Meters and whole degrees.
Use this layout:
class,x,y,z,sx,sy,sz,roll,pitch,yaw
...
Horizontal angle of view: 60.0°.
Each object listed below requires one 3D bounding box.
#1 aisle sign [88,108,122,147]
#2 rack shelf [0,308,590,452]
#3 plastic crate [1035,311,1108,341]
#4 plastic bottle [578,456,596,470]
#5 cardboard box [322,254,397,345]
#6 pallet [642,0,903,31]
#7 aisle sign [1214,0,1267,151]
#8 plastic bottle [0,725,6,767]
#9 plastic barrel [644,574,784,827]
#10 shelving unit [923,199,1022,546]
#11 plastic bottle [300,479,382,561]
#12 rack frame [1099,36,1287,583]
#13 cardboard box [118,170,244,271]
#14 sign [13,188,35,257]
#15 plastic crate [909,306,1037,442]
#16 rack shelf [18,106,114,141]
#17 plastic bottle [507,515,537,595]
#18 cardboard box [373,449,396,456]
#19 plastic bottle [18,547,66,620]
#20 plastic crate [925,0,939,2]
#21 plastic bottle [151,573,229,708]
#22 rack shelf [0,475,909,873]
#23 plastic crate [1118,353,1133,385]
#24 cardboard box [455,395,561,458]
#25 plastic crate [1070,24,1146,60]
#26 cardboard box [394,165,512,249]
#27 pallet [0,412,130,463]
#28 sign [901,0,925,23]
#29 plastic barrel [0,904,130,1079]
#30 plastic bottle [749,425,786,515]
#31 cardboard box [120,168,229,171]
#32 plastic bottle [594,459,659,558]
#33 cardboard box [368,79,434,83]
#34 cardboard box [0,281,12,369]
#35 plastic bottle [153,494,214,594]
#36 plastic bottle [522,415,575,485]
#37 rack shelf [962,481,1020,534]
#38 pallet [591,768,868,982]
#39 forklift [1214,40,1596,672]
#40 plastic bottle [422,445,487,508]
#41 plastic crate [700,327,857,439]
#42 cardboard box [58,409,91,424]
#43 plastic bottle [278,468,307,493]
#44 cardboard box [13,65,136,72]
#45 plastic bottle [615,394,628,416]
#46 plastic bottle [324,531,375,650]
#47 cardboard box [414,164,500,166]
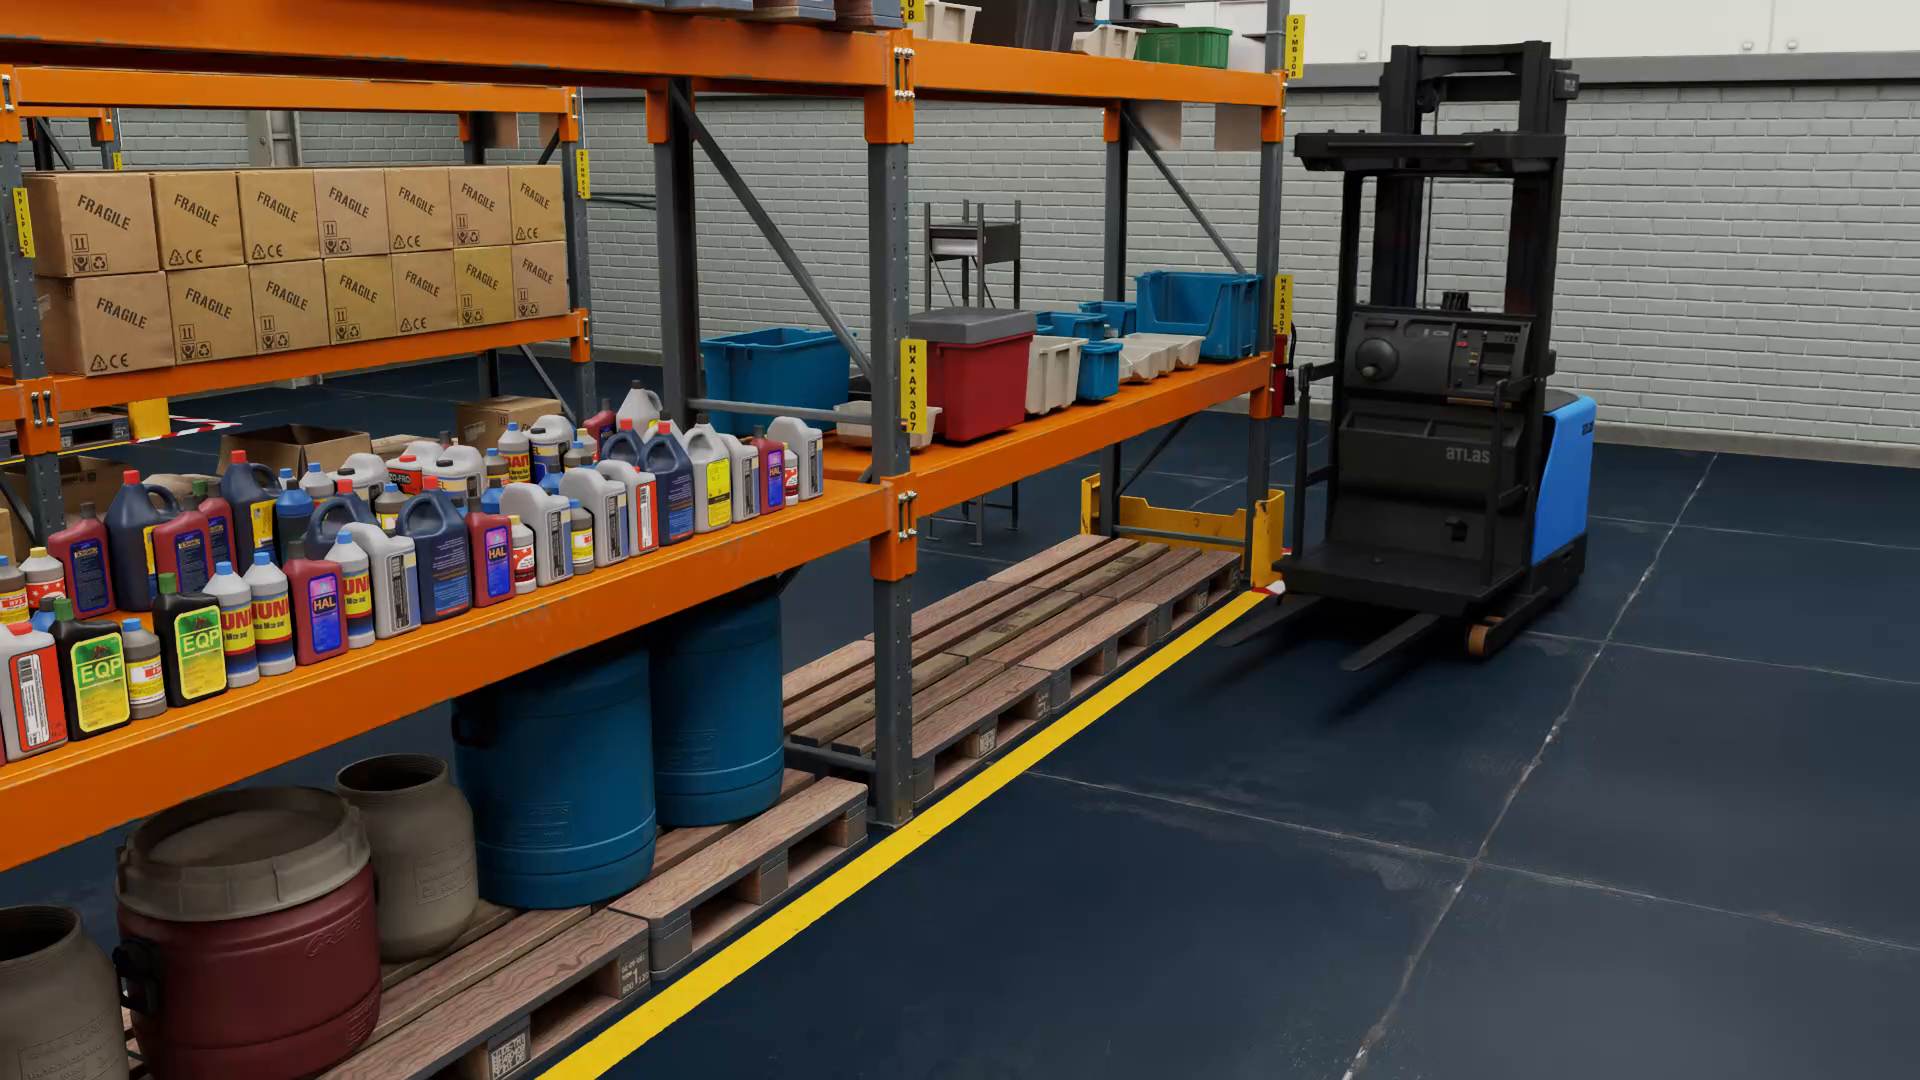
class,x,y,z,sx,sy,sz,roll,pitch,yaw
aisle sign,-7.082,-3.646,13.709,0.394,0.787,0.004,7,15,28
rack shelf,-4.008,-1.081,10.151,1.077,0.370,4.000,7,15,28
plastic crate,0.567,-1.078,8.834,0.416,0.233,0.300,7,15,28
plastic bottle,-1.087,-0.110,4.864,0.097,0.271,0.097,0,14,0
cardboard box,-3.757,-1.455,9.954,0.500,0.500,0.500,7,15,27
pallet,-0.934,-1.653,4.991,1.213,0.211,1.003,7,15,28
aisle sign,1.584,-2.524,9.056,0.394,0.787,0.004,7,15,28
plastic bottle,-1.883,0.305,3.117,0.061,0.283,0.133,7,15,28
plastic barrel,-0.919,0.468,5.775,0.600,0.901,0.708,7,15,28
shelving unit,0.080,-1.055,10.428,0.431,2.100,0.503,7,15,28
plastic bottle,-1.529,0.028,4.123,0.144,0.351,0.185,7,15,28
rack frame,1.293,-1.279,9.437,1.000,3.000,0.127,7,15,28
cardboard box,-4.252,-1.725,8.943,0.500,0.500,0.500,7,15,26
sign,-4.487,-1.521,7.971,0.100,0.325,0.005,7,15,28
plastic crate,0.011,-0.673,6.661,0.402,0.464,0.583,7,15,28
rack shelf,-8.346,-3.099,12.124,1.077,0.370,4.000,7,15,28
plastic bottle,-1.178,0.037,4.406,0.097,0.201,0.097,0,14,0
cardboard box,-4.036,-0.433,10.859,0.500,0.250,0.500,7,15,28
plastic bottle,-2.240,0.119,4.063,0.097,0.201,0.097,0,14,0
plastic crate,-0.049,-2.260,7.359,0.437,0.282,0.530,7,15,28
plastic bottle,-1.642,0.203,3.542,0.061,0.283,0.133,7,15,28
rack shelf,-1.607,0.302,4.416,1.077,0.370,4.000,7,15,28
plastic crate,0.664,-0.811,7.933,0.298,0.136,0.250,7,15,28
cardboard box,-3.088,-0.700,11.431,0.500,0.500,0.500,7,15,28
plastic crate,0.511,-2.157,7.242,0.437,0.136,0.530,7,15,28
cardboard box,-3.259,-2.149,10.701,0.500,0.500,0.500,8,16,30
pallet,-7.698,-0.873,13.703,1.003,0.211,1.213,7,15,28
sign,-0.160,-1.858,5.421,0.100,0.325,0.005,7,15,28
plastic barrel,-2.158,1.140,3.818,0.421,0.512,0.421,0,14,0
plastic bottle,-0.620,-0.231,5.341,0.061,0.283,0.133,7,15,28
cardboard box,-4.468,-1.897,9.653,0.500,0.500,0.500,8,15,28
plastic bottle,-0.969,-0.102,4.820,0.152,0.276,0.135,7,15,28
cardboard box,-3.540,-2.885,10.021,0.500,0.250,0.500,7,15,28
cardboard box,-4.958,-1.200,8.899,0.500,0.500,0.500,8,16,29
plastic bottle,-1.984,0.032,4.250,0.061,0.283,0.133,7,15,28
plastic bottle,-1.375,-0.271,5.522,0.152,0.276,0.135,7,15,28
rack shelf,0.080,-0.361,10.596,0.431,0.518,0.480,7,15,28
pallet,-1.050,1.051,5.723,1.003,0.211,1.213,7,15,28
forklift,2.307,-0.973,8.316,1.130,2.935,3.031,9,16,34
plastic bottle,-1.512,-0.139,4.973,0.152,0.276,0.135,7,15,28
plastic crate,-0.714,-0.614,6.586,0.392,0.384,0.575,7,15,28
cardboard box,-7.630,-1.235,13.694,0.700,0.500,0.500,7,15,28
plastic bottle,-1.885,-0.065,4.679,0.097,0.271,0.097,0,14,0
cardboard box,-4.523,-2.477,8.328,0.500,0.250,0.500,7,15,28
plastic bottle,-1.191,-0.374,5.935,0.061,0.283,0.133,7,15,28
plastic bottle,-1.444,0.115,3.929,0.097,0.271,0.097,0,14,0
cardboard box,-3.487,-2.314,11.386,0.500,0.500,0.500,8,16,30
